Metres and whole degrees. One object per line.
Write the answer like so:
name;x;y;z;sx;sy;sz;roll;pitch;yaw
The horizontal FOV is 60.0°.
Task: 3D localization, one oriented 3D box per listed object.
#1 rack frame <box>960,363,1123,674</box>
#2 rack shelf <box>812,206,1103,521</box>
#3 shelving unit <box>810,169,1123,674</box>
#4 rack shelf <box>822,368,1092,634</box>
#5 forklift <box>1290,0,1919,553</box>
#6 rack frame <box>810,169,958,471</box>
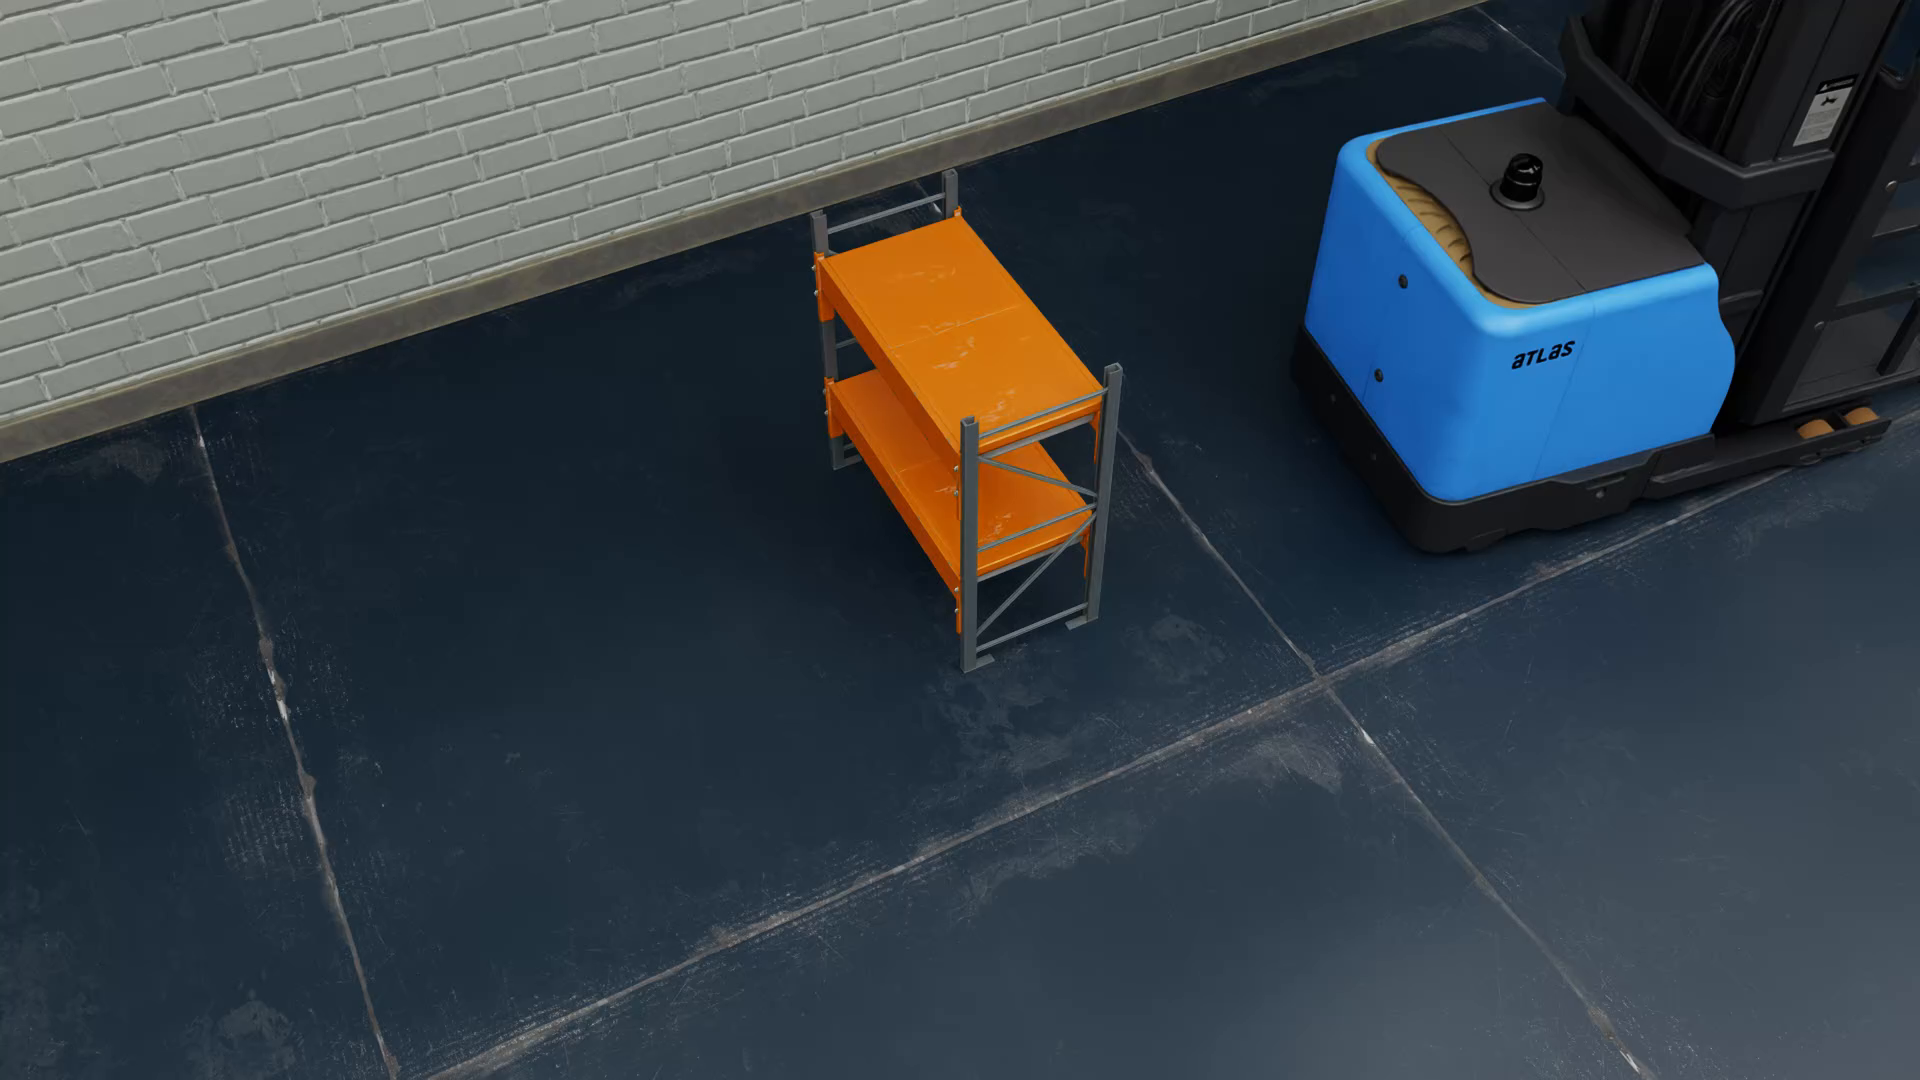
rack frame;0.230;-0.035;5.033;0.500;1.125;0.032;-21;52;-18
rack shelf;-0.003;-0.568;5.110;0.538;0.278;1.000;-21;52;-18
shelving unit;-0.003;-0.375;5.331;0.538;1.125;1.048;-21;52;-18
rack shelf;-0.003;-0.214;5.515;0.538;0.278;1.000;-21;52;-18
forklift;2.807;-1.599;5.201;3.031;2.935;1.130;-15;50;-12
rack frame;-0.236;-0.715;5.628;0.500;1.125;0.032;-21;52;-18
